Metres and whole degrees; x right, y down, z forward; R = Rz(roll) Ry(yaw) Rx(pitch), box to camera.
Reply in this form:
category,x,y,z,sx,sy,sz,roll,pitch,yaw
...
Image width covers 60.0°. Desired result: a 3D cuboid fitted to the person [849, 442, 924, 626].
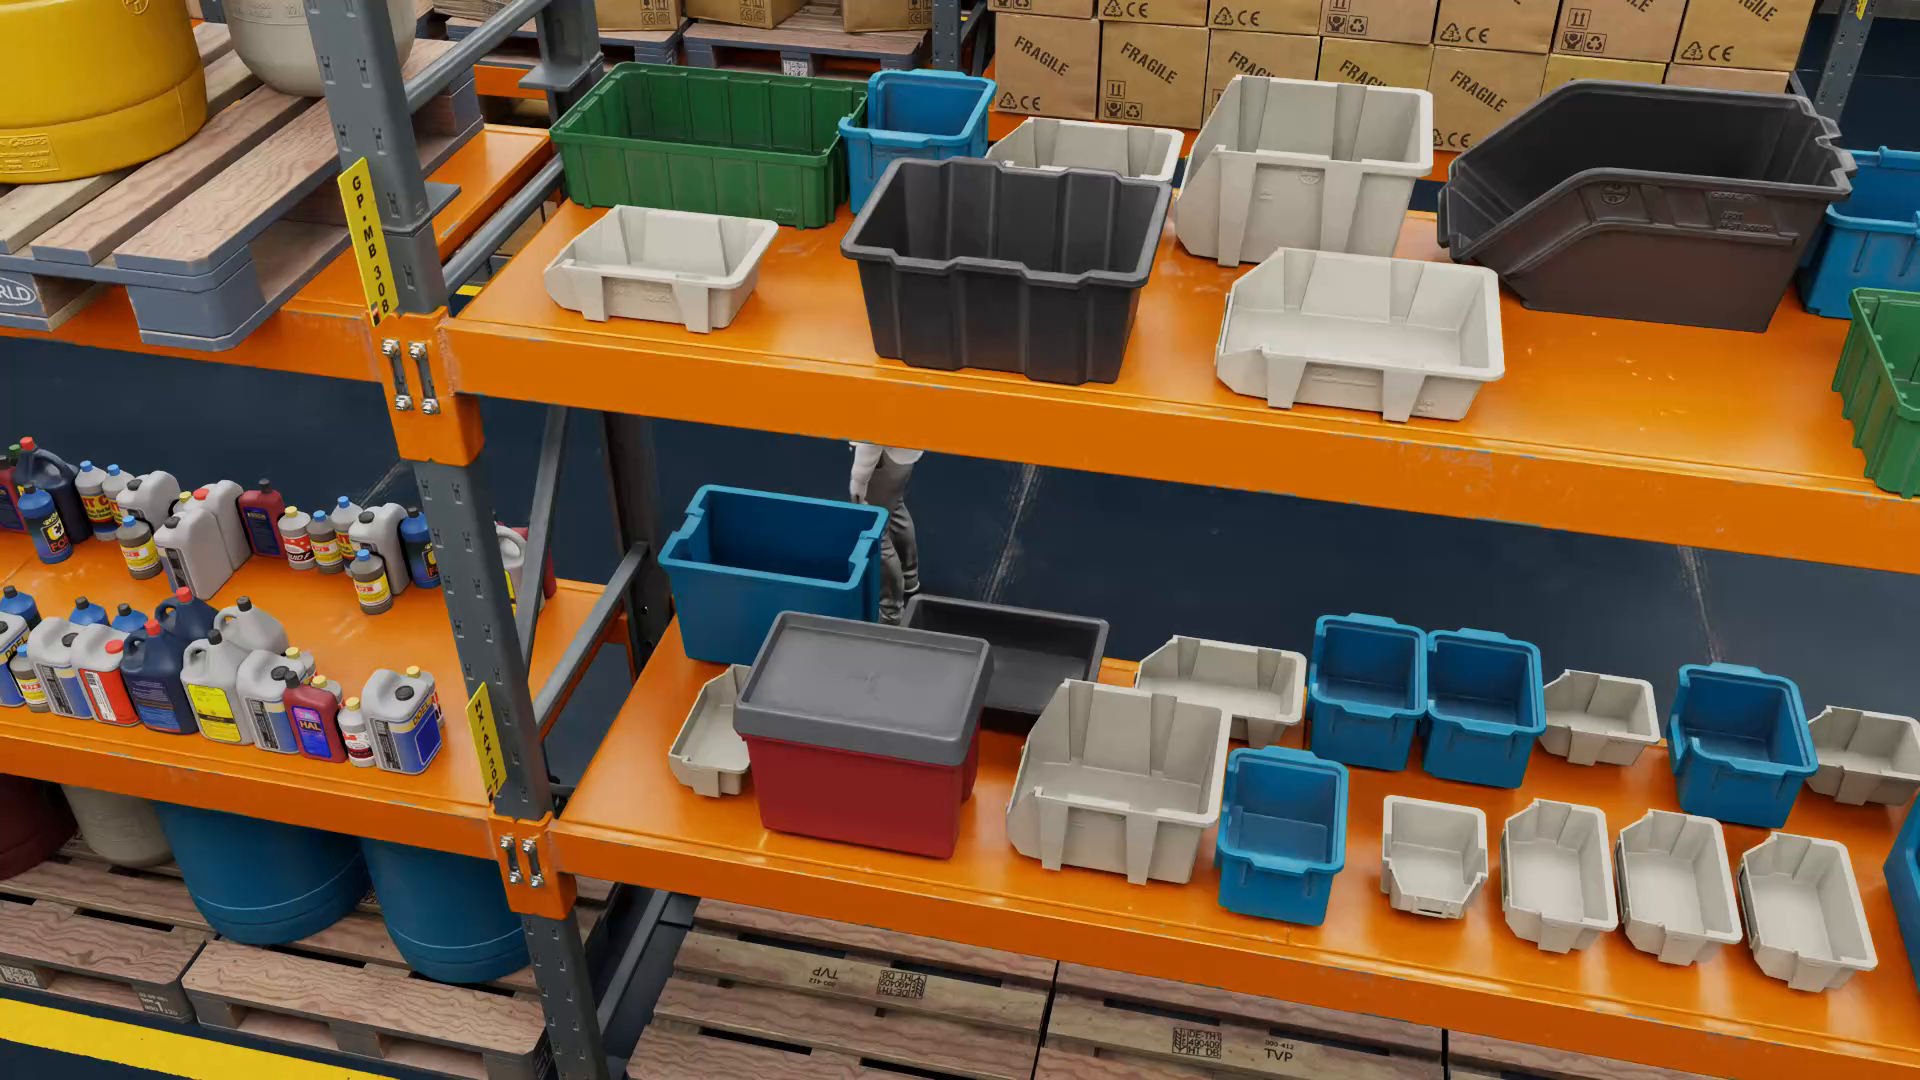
category,x,y,z,sx,sy,sz,roll,pitch,yaw
person,-0.324,-0.362,6.631,0.378,1.663,0.536,7,37,9
